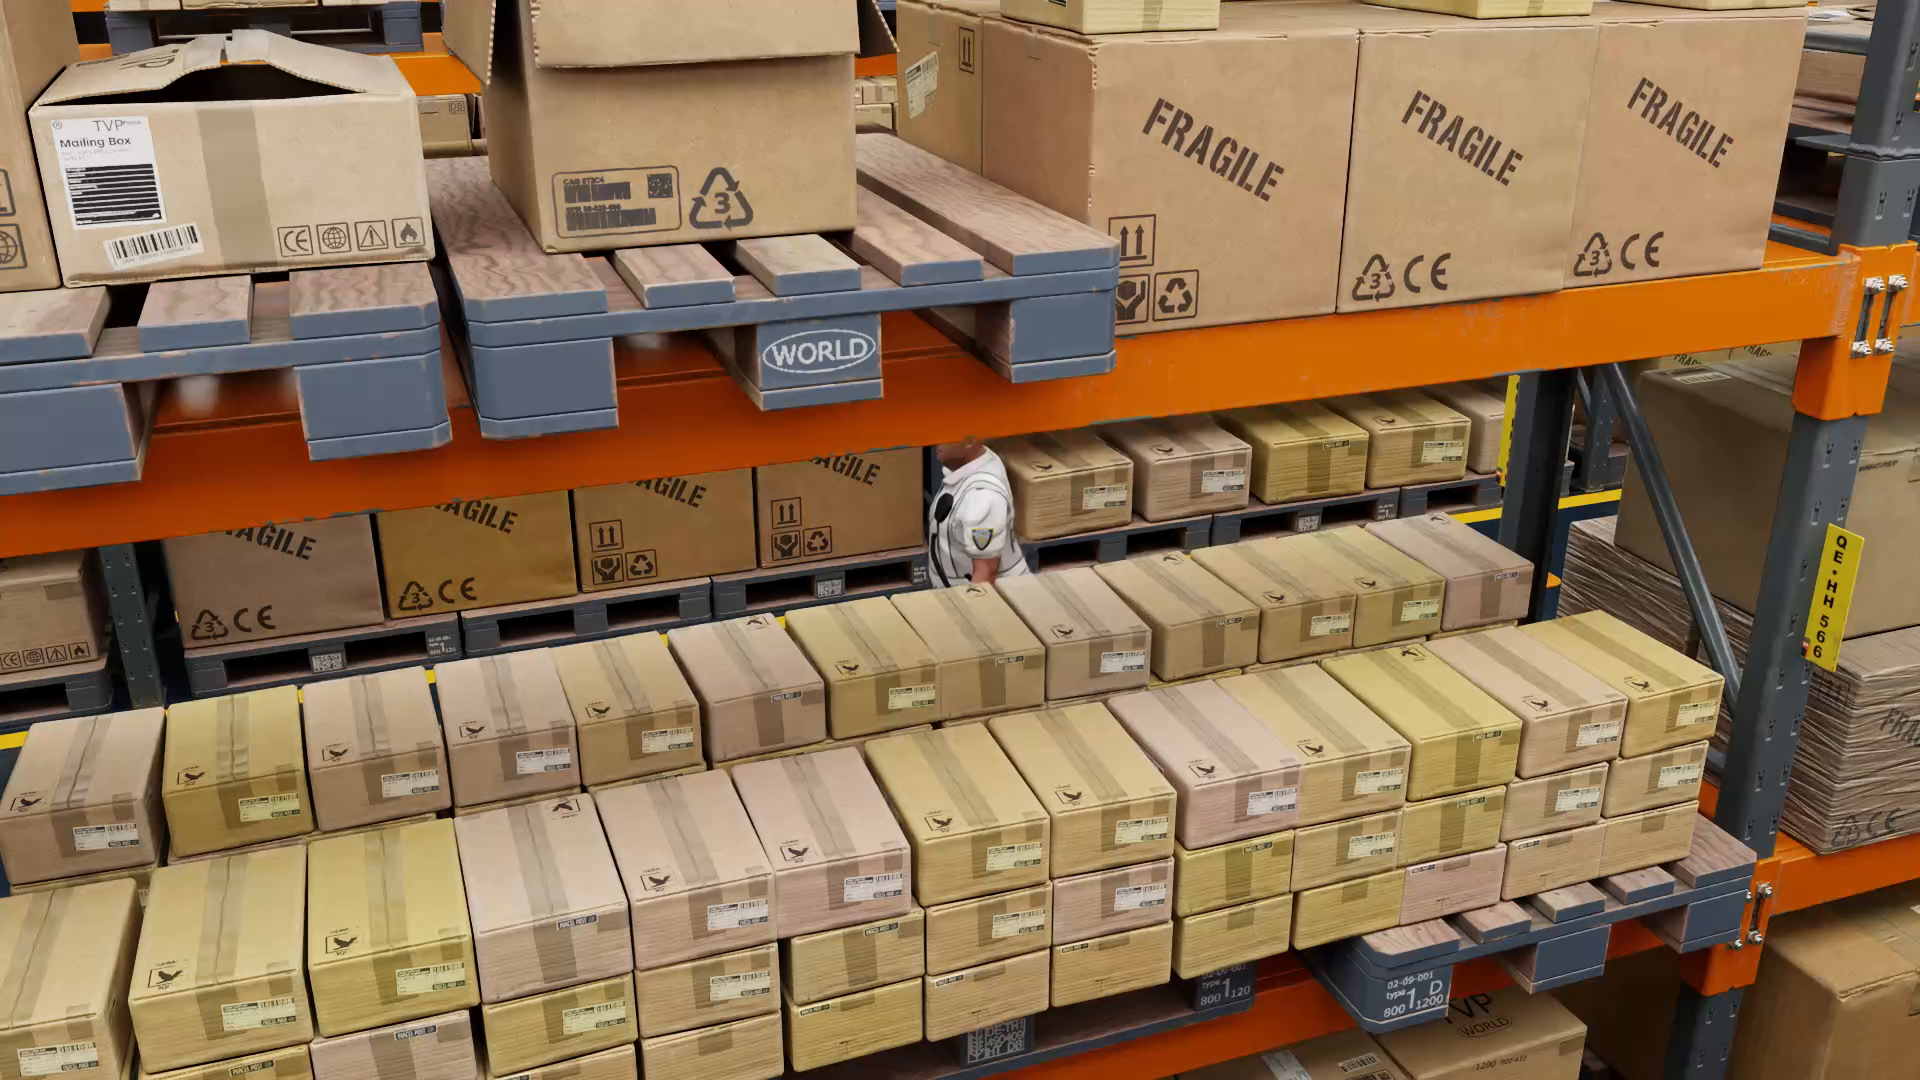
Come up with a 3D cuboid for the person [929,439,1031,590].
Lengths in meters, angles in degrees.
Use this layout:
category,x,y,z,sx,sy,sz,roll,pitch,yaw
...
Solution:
category,x,y,z,sx,sy,sz,roll,pitch,yaw
person,0.030,0.232,6.488,1.042,1.692,0.570,-5,23,-13
